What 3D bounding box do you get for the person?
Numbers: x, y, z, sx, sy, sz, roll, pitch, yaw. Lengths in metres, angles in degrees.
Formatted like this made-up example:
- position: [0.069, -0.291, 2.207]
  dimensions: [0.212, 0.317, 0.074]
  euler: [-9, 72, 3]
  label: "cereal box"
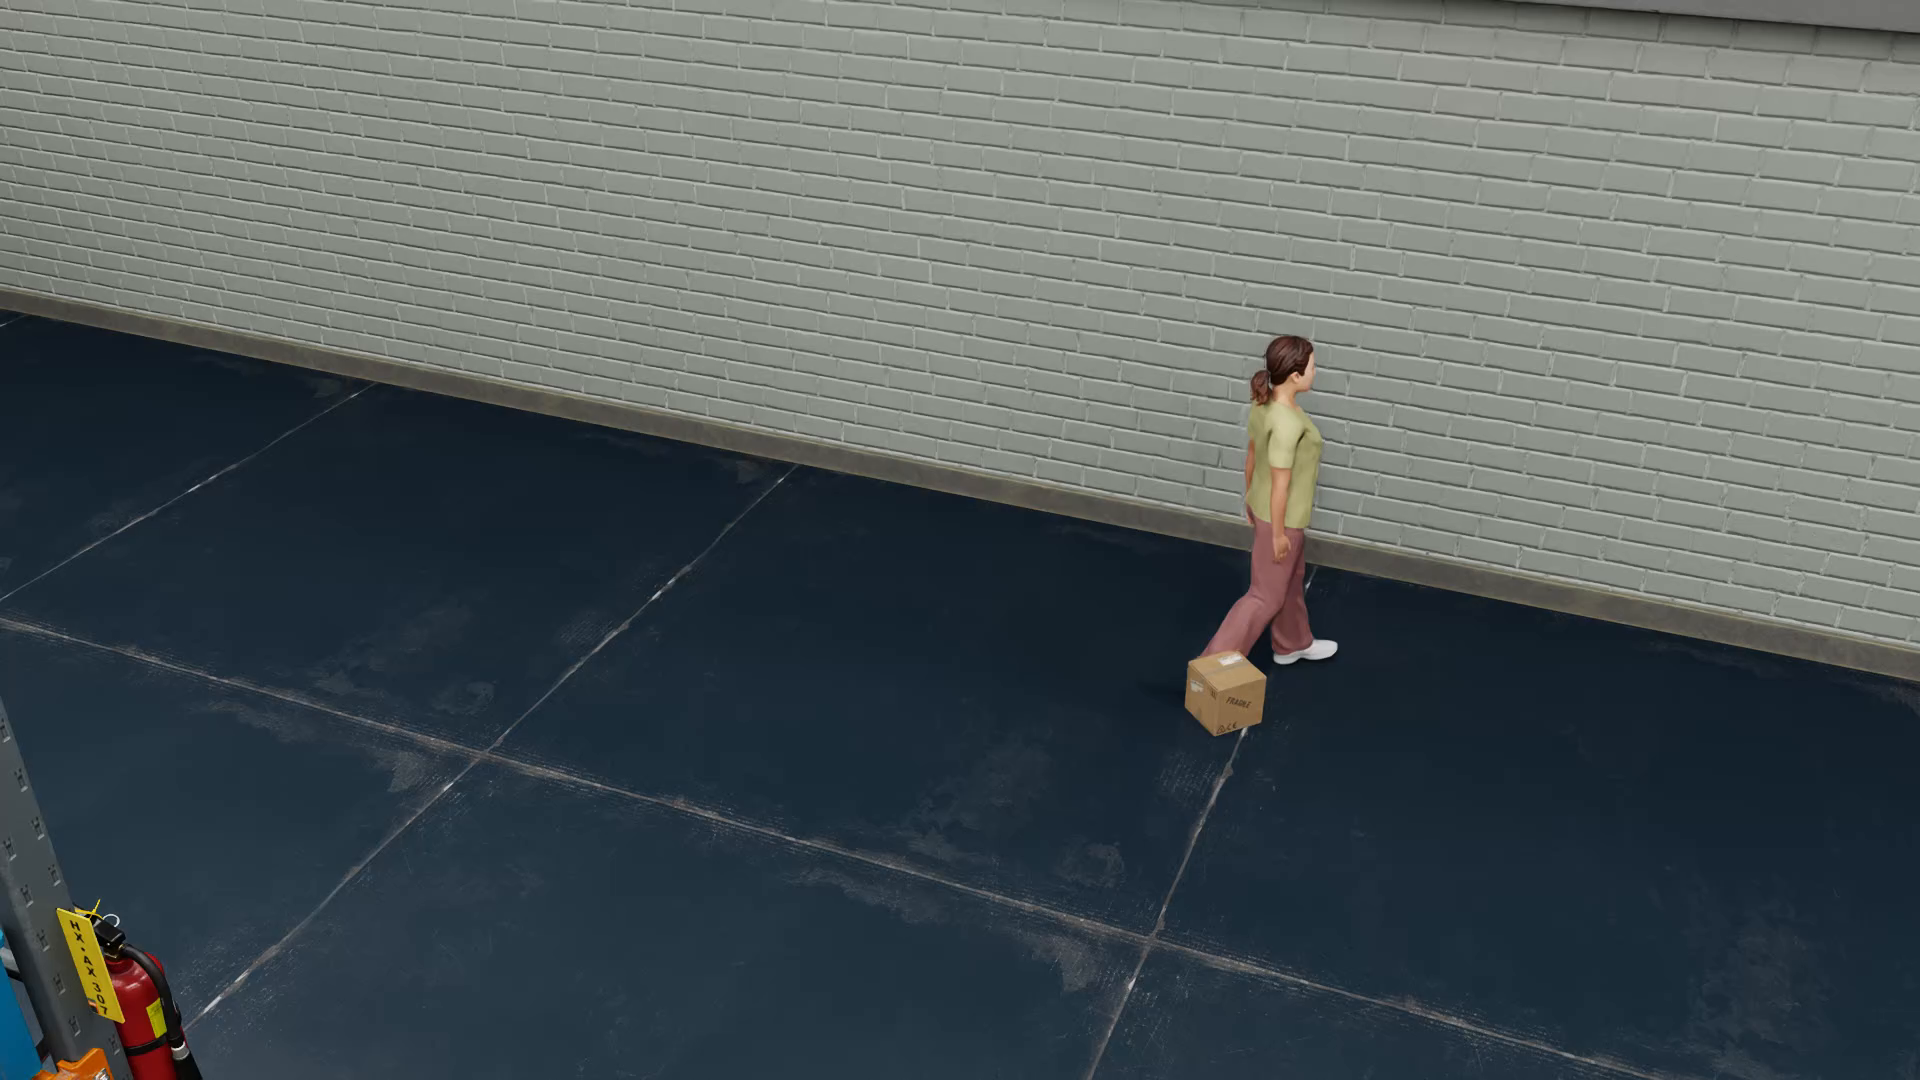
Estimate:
- position: [1.418, -0.112, 7.314]
  dimensions: [0.735, 1.662, 0.457]
  euler: [-4, 30, -6]
  label: "person"
